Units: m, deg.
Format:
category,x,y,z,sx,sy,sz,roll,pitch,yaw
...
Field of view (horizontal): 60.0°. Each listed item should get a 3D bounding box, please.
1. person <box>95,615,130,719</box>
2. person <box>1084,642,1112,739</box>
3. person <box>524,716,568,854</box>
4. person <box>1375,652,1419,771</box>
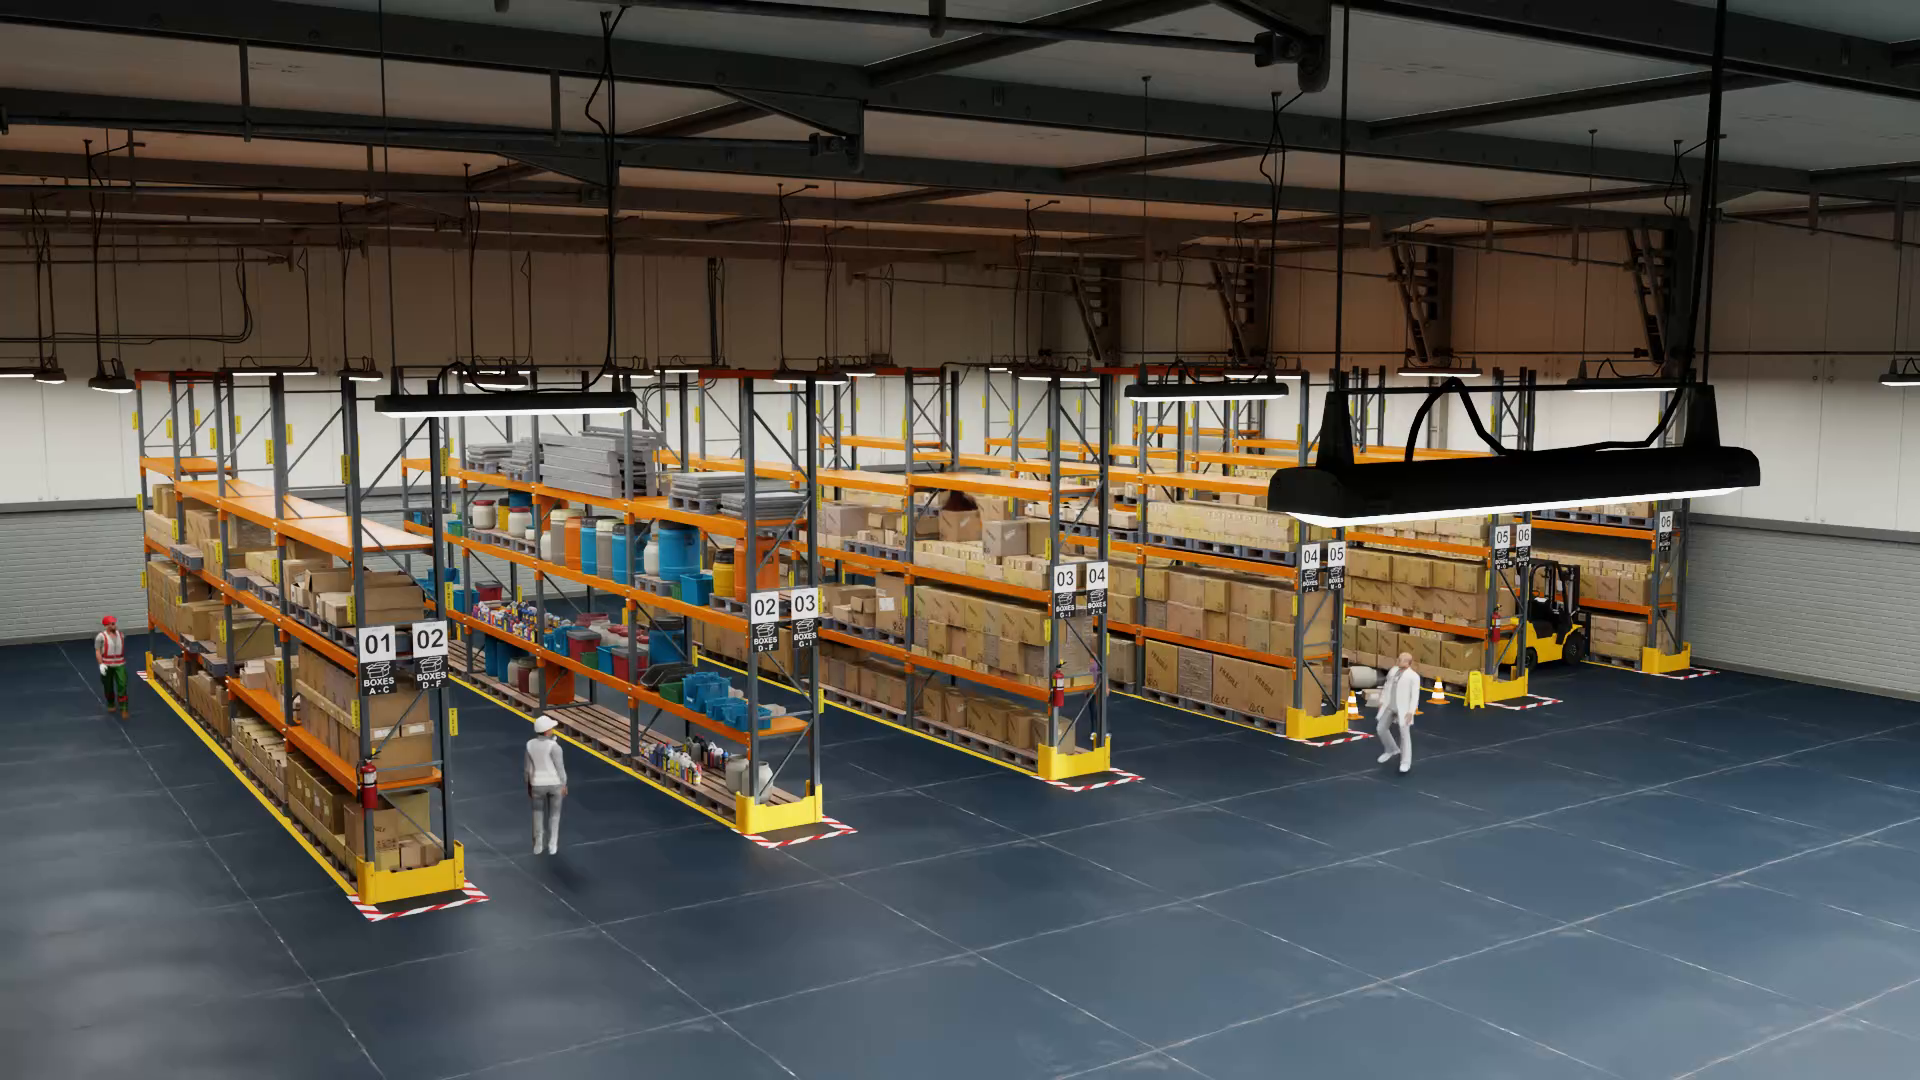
category,x,y,z,sx,sy,sz,roll,pitch,yaw
person,-14.723,2.187,28.853,0.483,1.753,0.947,-4,8,-31
person,2.236,2.478,27.197,0.508,1.596,0.388,2,7,21
person,-5.218,3.077,20.929,0.545,1.766,0.481,-1,6,-5
person,6.664,2.582,25.340,0.663,1.776,0.565,5,8,40
